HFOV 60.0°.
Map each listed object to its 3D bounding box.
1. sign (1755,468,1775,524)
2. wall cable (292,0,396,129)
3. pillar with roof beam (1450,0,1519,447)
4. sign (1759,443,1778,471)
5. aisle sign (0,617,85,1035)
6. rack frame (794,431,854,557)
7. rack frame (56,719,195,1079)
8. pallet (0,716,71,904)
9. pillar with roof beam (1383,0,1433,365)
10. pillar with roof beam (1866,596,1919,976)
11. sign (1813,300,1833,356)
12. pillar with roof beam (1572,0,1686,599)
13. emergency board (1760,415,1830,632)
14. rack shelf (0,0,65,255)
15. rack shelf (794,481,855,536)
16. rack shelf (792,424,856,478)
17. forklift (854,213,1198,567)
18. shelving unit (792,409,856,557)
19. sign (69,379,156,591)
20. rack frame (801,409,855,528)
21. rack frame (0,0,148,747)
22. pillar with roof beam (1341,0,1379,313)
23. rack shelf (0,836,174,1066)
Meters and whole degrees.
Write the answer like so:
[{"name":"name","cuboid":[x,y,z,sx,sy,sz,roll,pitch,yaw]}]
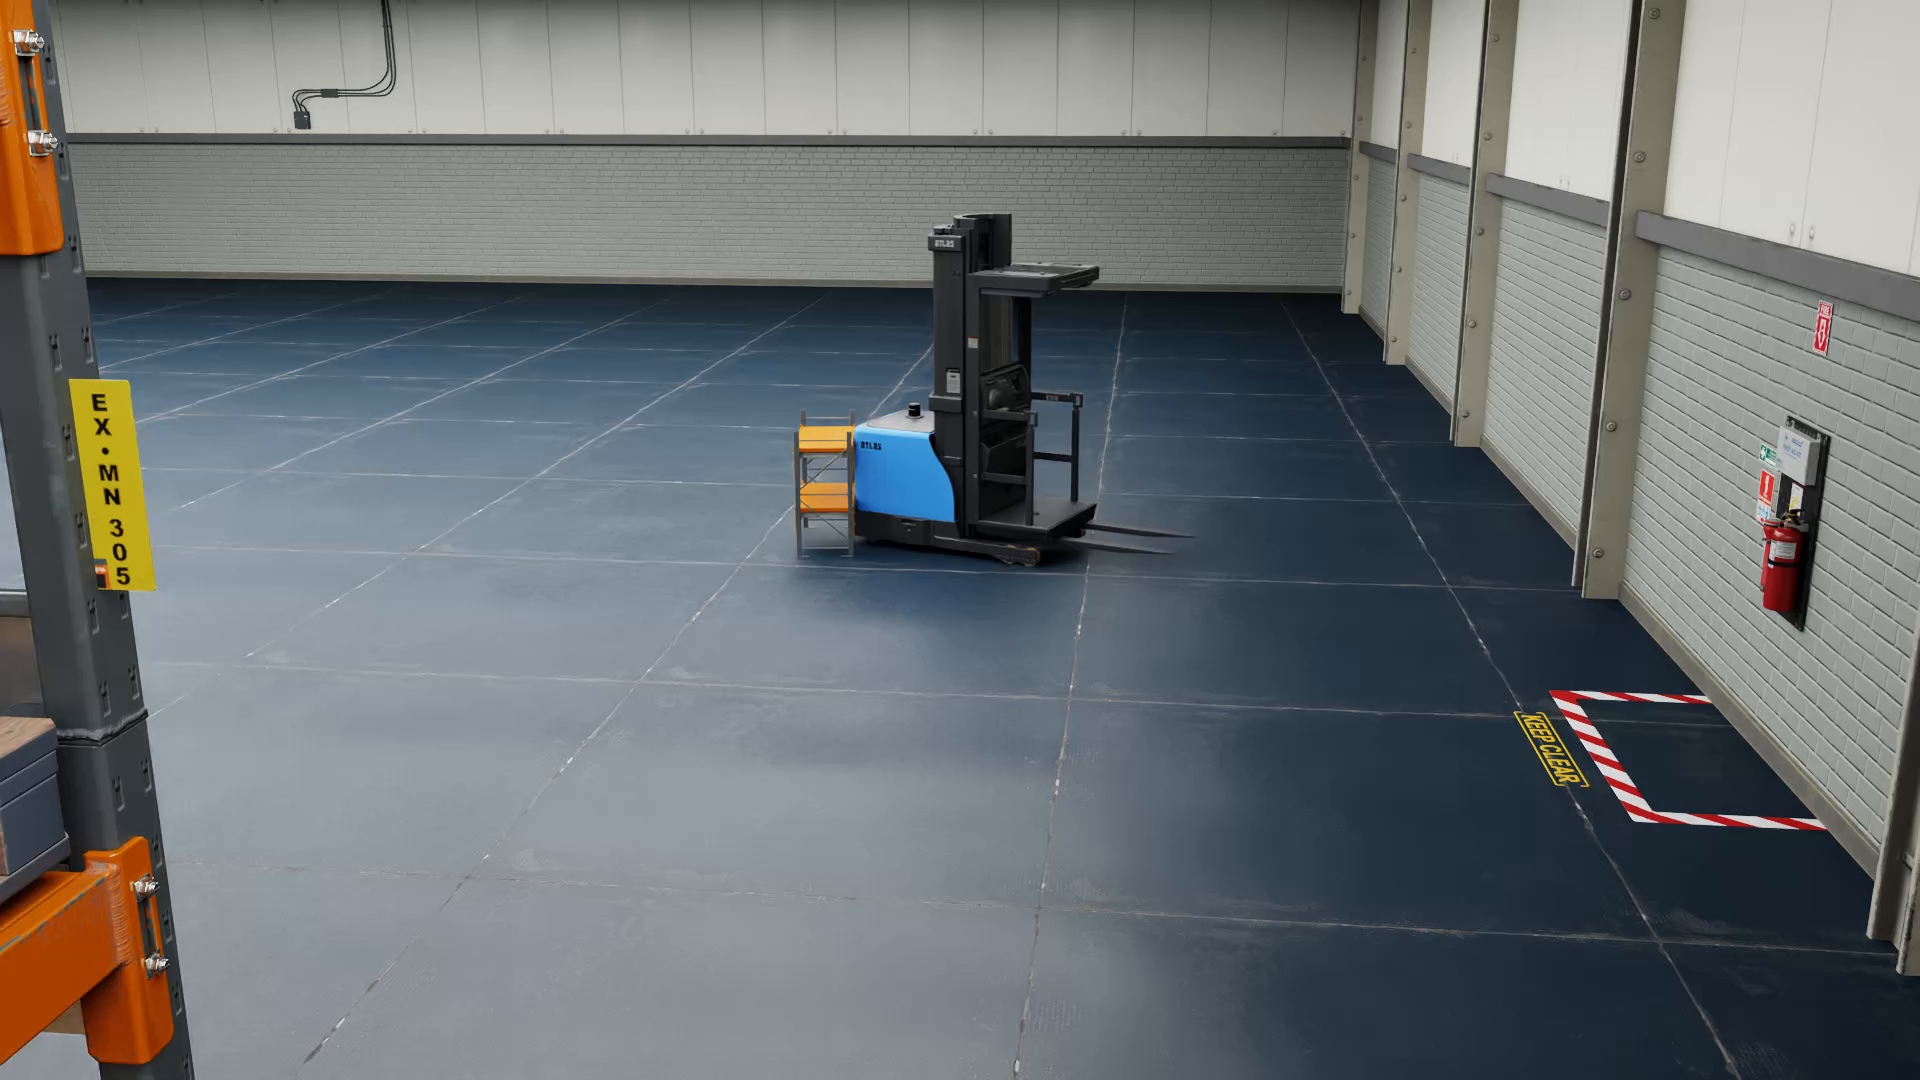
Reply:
[{"name":"sign","cuboid":[5.042,-0.265,10.414,0.001,0.329,0.234,2,15,6]},{"name":"wall cable","cuboid":[-12.953,-11.599,34.390,2.305,6.003,0.169,2,15,6]},{"name":"pillar with roof beam","cuboid":[1.637,-5.602,18.729,9.100,9.000,0.400,2,15,6]},{"name":"sign","cuboid":[5.033,-0.520,10.341,0.001,0.109,0.331,2,15,6]},{"name":"aisle sign","cuboid":[-1.520,0.474,2.772,0.394,0.787,0.004,2,15,6]},{"name":"rack frame","cuboid":[-1.191,-0.396,14.559,0.500,1.125,0.032,0,15,-2]},{"name":"rack frame","cuboid":[-1.819,1.737,3.080,1.000,3.000,0.127,2,15,6]},{"name":"pallet","cuboid":[-1.925,0.514,2.025,1.003,0.211,1.213,2,15,6]},{"name":"pillar with roof beam","cuboid":[2.314,-7.159,24.484,9.100,9.000,0.400,2,15,6]},{"name":"pillar with roof beam","cuboid":[0.283,-2.490,7.219,9.100,9.000,0.400,2,15,6]},{"name":"sign","cuboid":[4.977,-1.225,9.594,0.001,0.298,0.199,2,15,6]},{"name":"pillar with roof beam","cuboid":[0.960,-4.046,12.974,9.100,9.000,0.400,2,15,6]},{"name":"emergency board","cuboid":[4.877,-0.107,9.900,0.194,1.169,0.643,2,15,6]},{"name":"rack shelf","cuboid":[-2.045,-0.100,0.525,1.077,0.370,4.000,2,15,6]},{"name":"rack shelf","cuboid":[-1.208,-0.292,15.113,0.538,0.278,1.000,0,15,-2]},{"name":"rack shelf","cuboid":[-1.208,-0.811,14.973,0.538,0.278,1.000,0,15,-2]},{"name":"forklift","cuboid":[0.584,-1.338,14.582,3.031,2.935,1.130,8,17,26]},{"name":"shelving unit","cuboid":[-1.208,-0.529,15.050,0.538,1.125,1.048,0,15,-2]},{"name":"sign","cuboid":[-1.282,-0.081,2.511,0.100,0.325,0.005,2,15,6]},{"name":"rack frame","cuboid":[-1.225,-0.661,15.540,0.500,1.125,0.032,0,15,-2]},{"name":"rack frame","cuboid":[-1.819,-1.159,2.297,1.000,3.000,0.127,2,15,6]},{"name":"pillar with roof beam","cuboid":[2.991,-8.715,30.239,9.100,9.000,0.400,2,15,6]},{"name":"rack shelf","cuboid":[-2.045,1.155,0.864,1.077,0.370,4.000,2,15,6]}]
